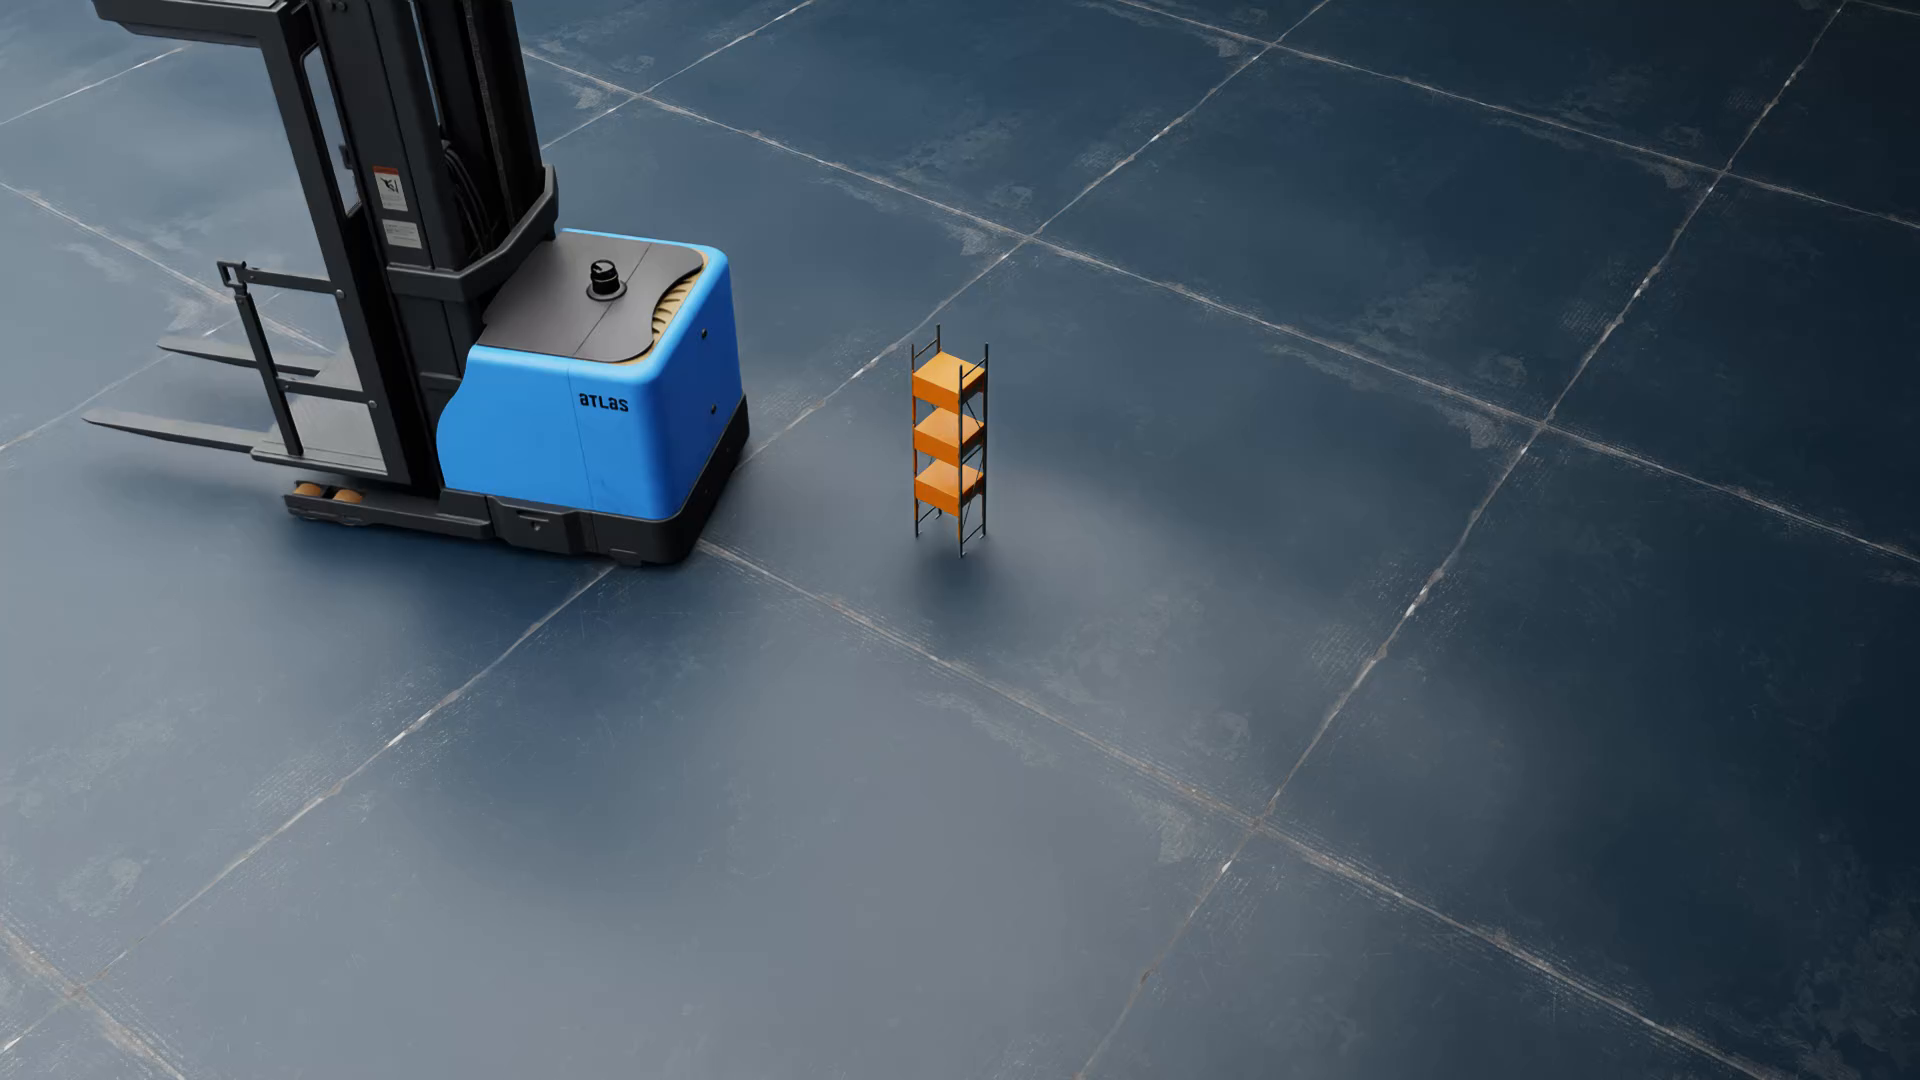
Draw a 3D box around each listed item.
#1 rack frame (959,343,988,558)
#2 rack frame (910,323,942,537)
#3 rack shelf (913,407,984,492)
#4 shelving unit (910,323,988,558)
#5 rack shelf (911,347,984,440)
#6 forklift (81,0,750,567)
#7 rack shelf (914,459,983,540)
[{"bbox_3d":[0.056,-0.365,7.119,0.008,1.050,0.200,25,48,25],"label":"rack frame"},{"bbox_3d":[-0.144,-0.458,7.223,0.008,1.050,0.200,25,48,25],"label":"rack frame"},{"bbox_3d":[-0.044,-0.404,7.178,0.240,0.259,0.215,25,48,25],"label":"rack shelf"},{"bbox_3d":[-0.044,-0.412,7.171,0.252,1.050,0.215,25,48,25],"label":"shelving unit"},{"bbox_3d":[-0.044,-0.615,6.989,0.240,0.259,0.215,25,48,25],"label":"rack shelf"},{"bbox_3d":[-2.579,-1.490,6.966,3.031,2.935,1.130,9,43,10],"label":"forklift"},{"bbox_3d":[-0.044,-0.197,7.364,0.240,0.259,0.215,25,48,25],"label":"rack shelf"}]
